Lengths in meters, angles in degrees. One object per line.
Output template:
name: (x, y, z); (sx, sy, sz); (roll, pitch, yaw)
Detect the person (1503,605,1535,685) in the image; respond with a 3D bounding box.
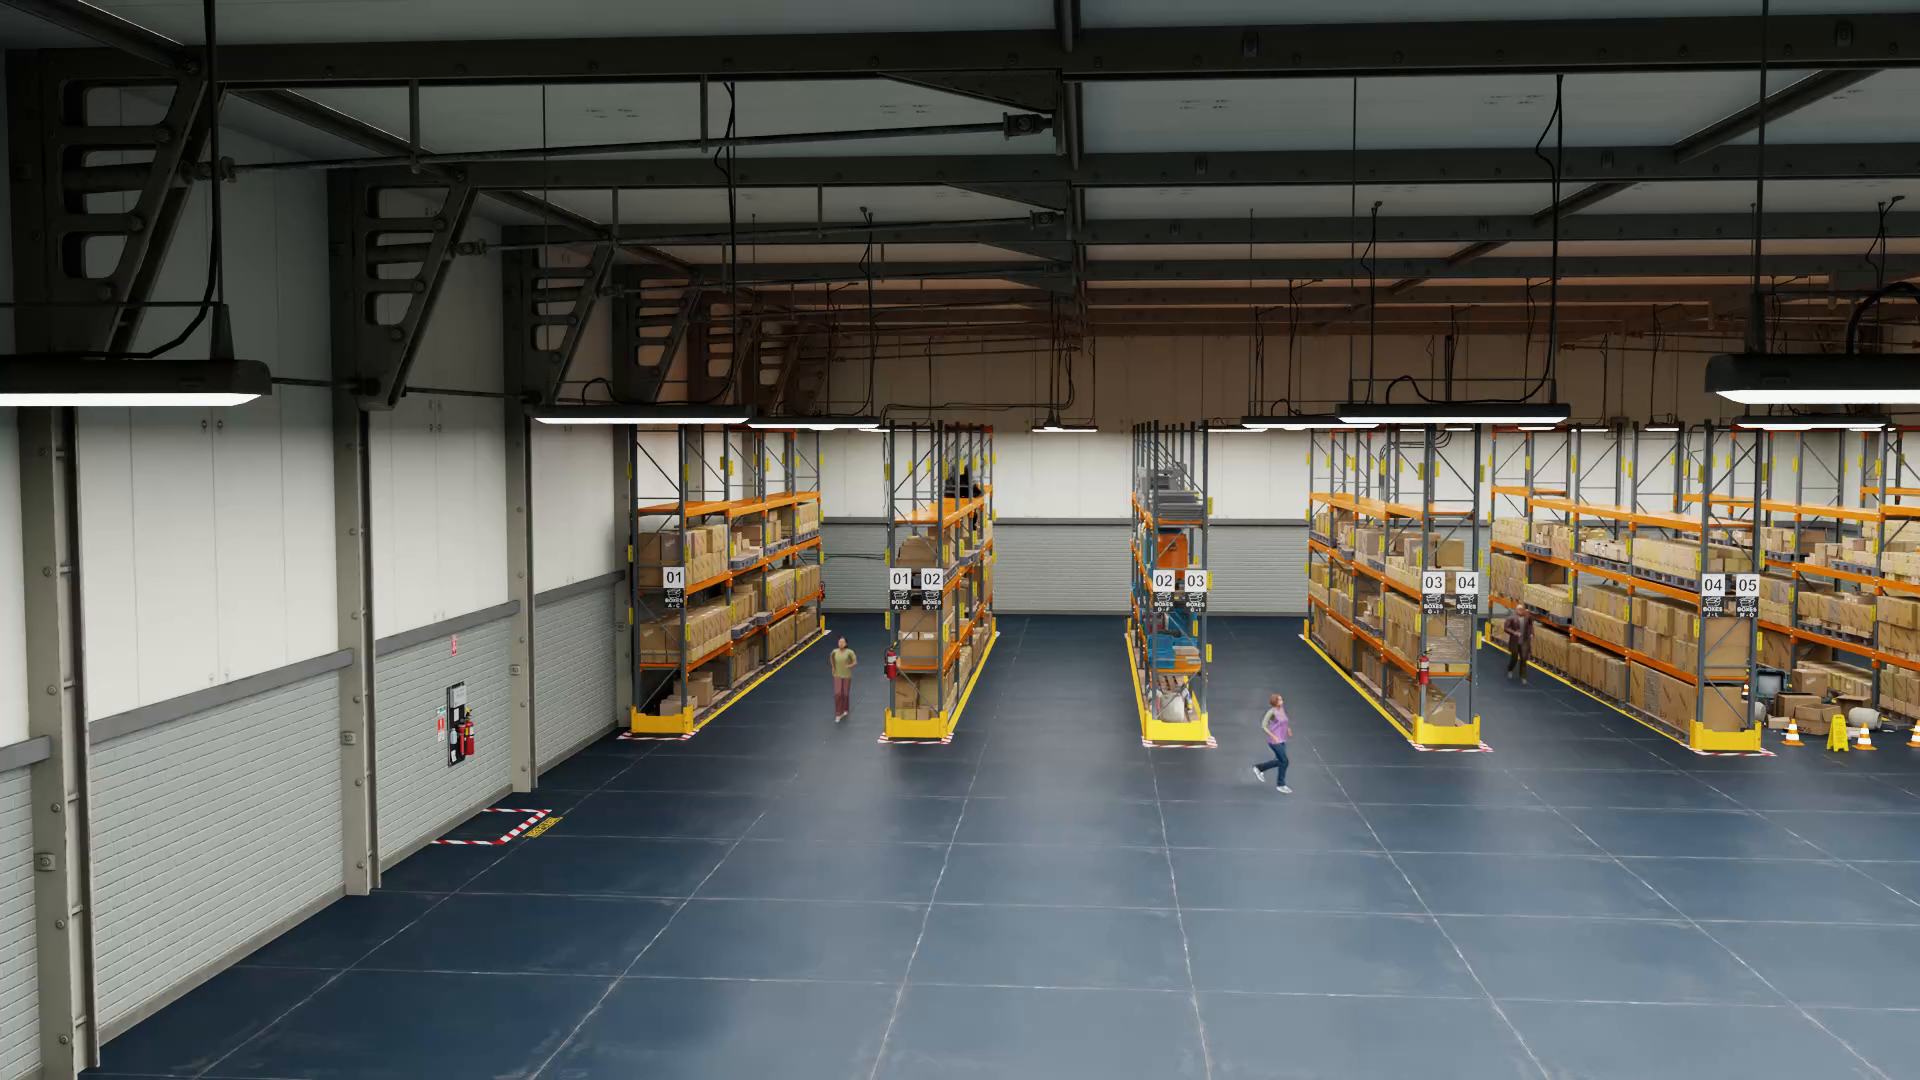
person: (12.946, 2.390, 38.539); (0.732, 1.807, 0.947); (0, 4, 2)

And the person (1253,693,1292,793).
person: (5.044, 3.252, 26.766); (0.669, 1.587, 0.534); (3, 4, 35)

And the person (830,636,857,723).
person: (-2.335, 2.779, 33.362); (0.564, 1.716, 0.775); (0, 4, 0)
